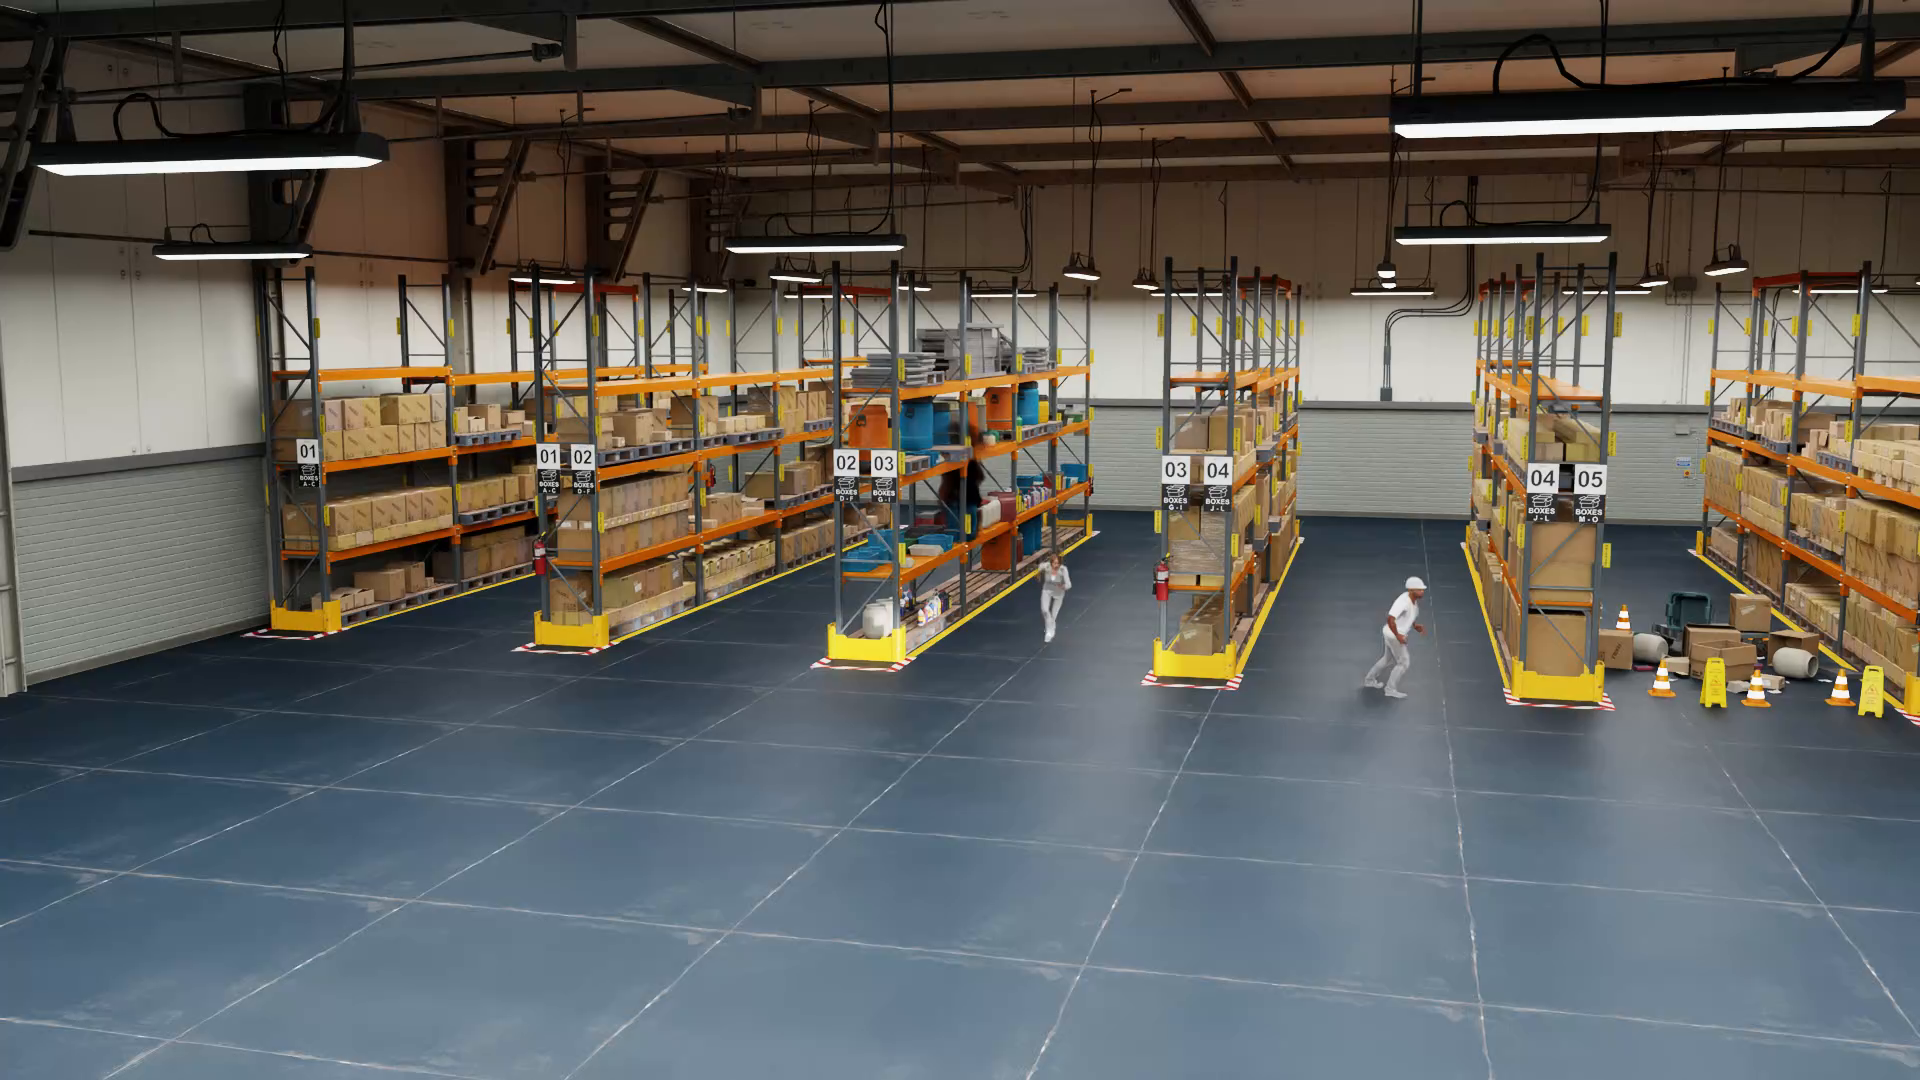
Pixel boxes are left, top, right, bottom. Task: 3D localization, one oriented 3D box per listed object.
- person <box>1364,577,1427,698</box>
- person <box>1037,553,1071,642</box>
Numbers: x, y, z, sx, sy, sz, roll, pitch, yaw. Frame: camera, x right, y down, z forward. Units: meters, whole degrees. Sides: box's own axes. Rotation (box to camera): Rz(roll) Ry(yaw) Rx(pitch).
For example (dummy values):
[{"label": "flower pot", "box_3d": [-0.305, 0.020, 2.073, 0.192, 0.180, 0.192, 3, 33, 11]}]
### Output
[{"label": "person", "box_3d": [5.921, 1.312, 22.658, 0.854, 1.672, 0.712, 3, 8, 24]}, {"label": "person", "box_3d": [1.439, 0.849, 25.417, 0.524, 1.380, 1.029, 0, 7, 4]}]
